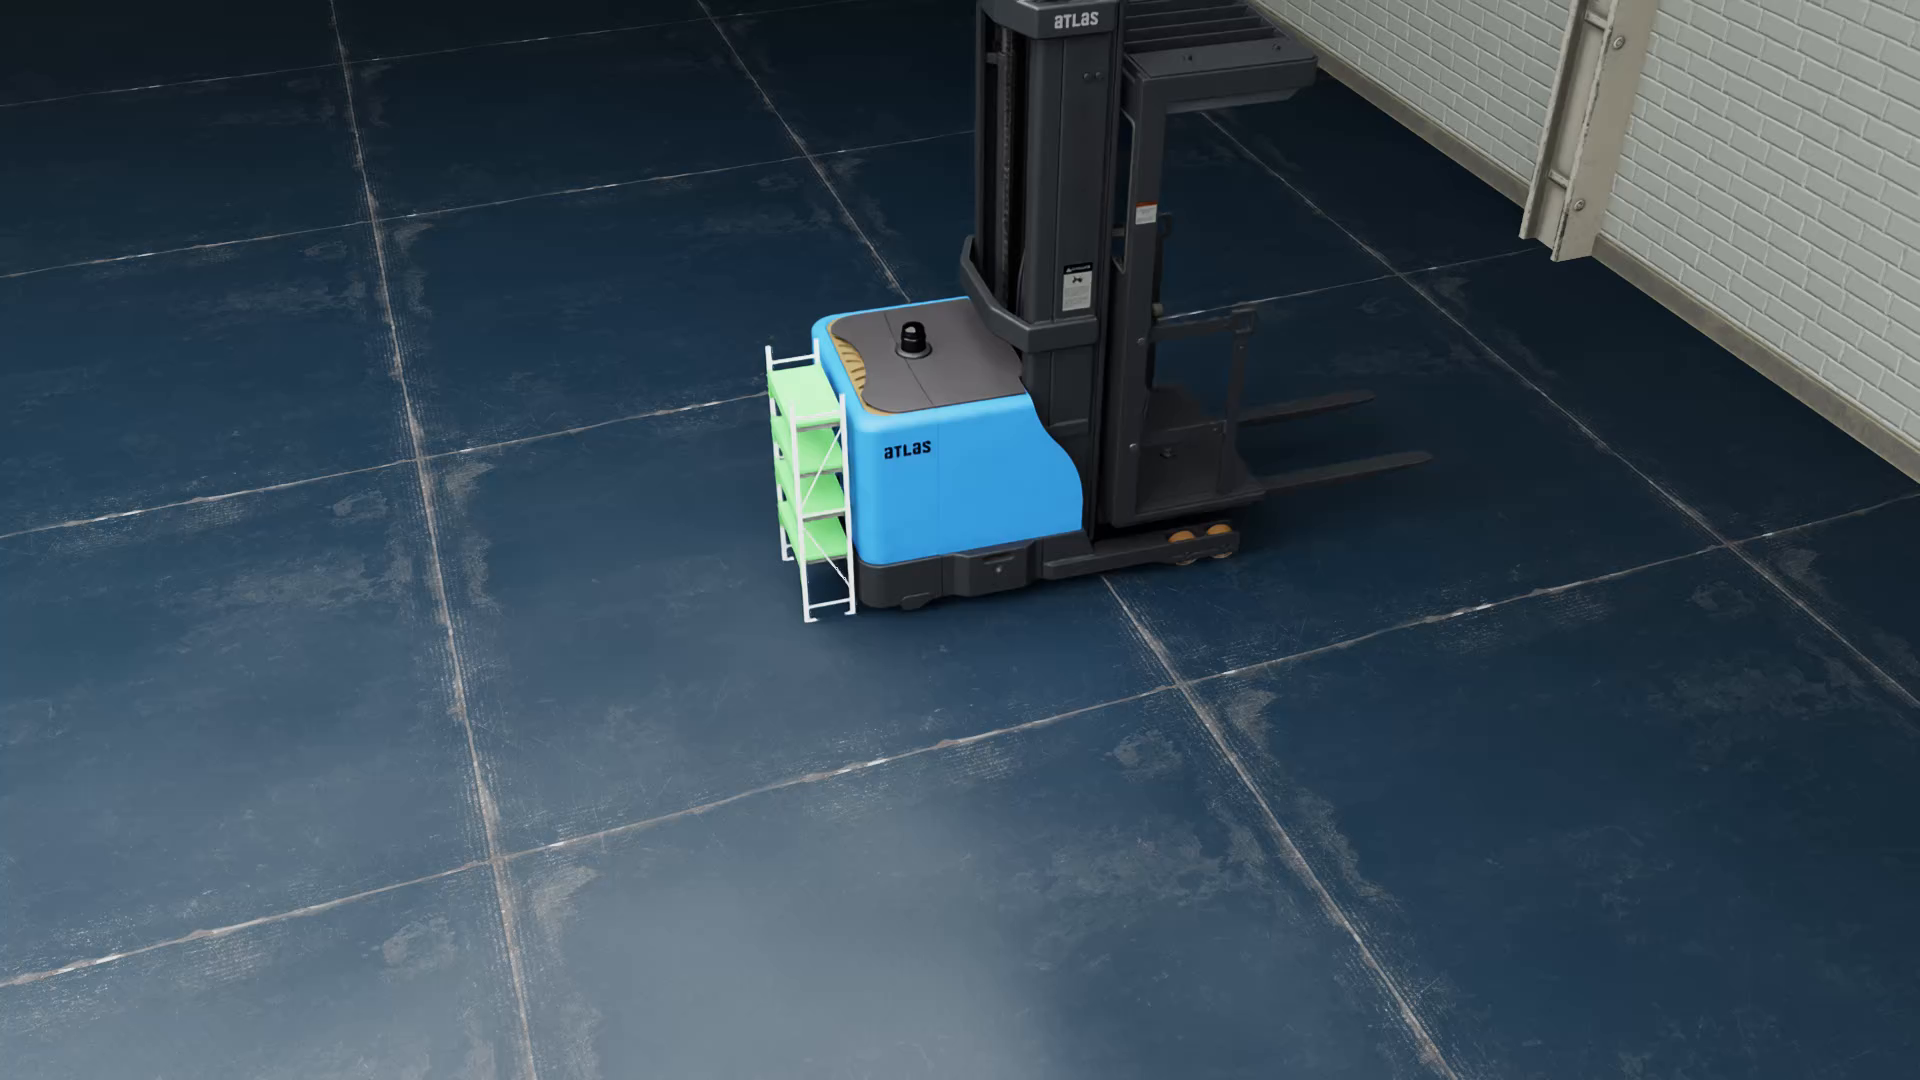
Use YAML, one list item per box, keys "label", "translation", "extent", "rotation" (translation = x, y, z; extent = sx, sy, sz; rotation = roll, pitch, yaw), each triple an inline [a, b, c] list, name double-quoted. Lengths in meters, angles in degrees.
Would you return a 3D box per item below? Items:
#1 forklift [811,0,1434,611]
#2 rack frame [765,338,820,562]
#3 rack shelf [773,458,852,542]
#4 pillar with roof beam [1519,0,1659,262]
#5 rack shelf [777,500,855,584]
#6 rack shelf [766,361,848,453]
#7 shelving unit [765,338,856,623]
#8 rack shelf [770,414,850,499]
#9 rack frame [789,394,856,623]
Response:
- label: "forklift"
  translation: [0.860, -1.343, 7.597]
  extent: [3.031, 2.935, 1.130]
  rotation: [-10, 38, -13]
- label: "rack frame"
  translation: [-0.749, -0.399, 7.783]
  extent: [0.240, 1.200, 0.015]
  rotation: [-10, 38, -14]
- label: "rack shelf"
  translation: [-0.677, -0.208, 7.635]
  extent: [0.258, 0.148, 0.480]
  rotation: [-10, 38, -14]
- label: "pillar with roof beam"
  translation: [-0.171, -4.618, 6.902]
  extent: [9.100, 9.000, 0.400]
  rotation: [-12, 39, -16]
- label: "rack shelf"
  translation: [-0.677, -0.016, 7.779]
  extent: [0.258, 0.148, 0.480]
  rotation: [-10, 38, -14]
- label: "rack shelf"
  translation: [-0.677, -0.591, 7.346]
  extent: [0.258, 0.148, 0.480]
  rotation: [-10, 38, -14]
- label: "shelving unit"
  translation: [-0.677, -0.259, 7.596]
  extent: [0.258, 1.200, 0.503]
  rotation: [-10, 38, -14]
- label: "rack shelf"
  translation: [-0.677, -0.400, 7.490]
  extent: [0.258, 0.148, 0.480]
  rotation: [-10, 38, -14]
- label: "rack frame"
  translation: [-0.606, -0.118, 7.410]
  extent: [0.240, 1.200, 0.015]
  rotation: [-10, 38, -14]
